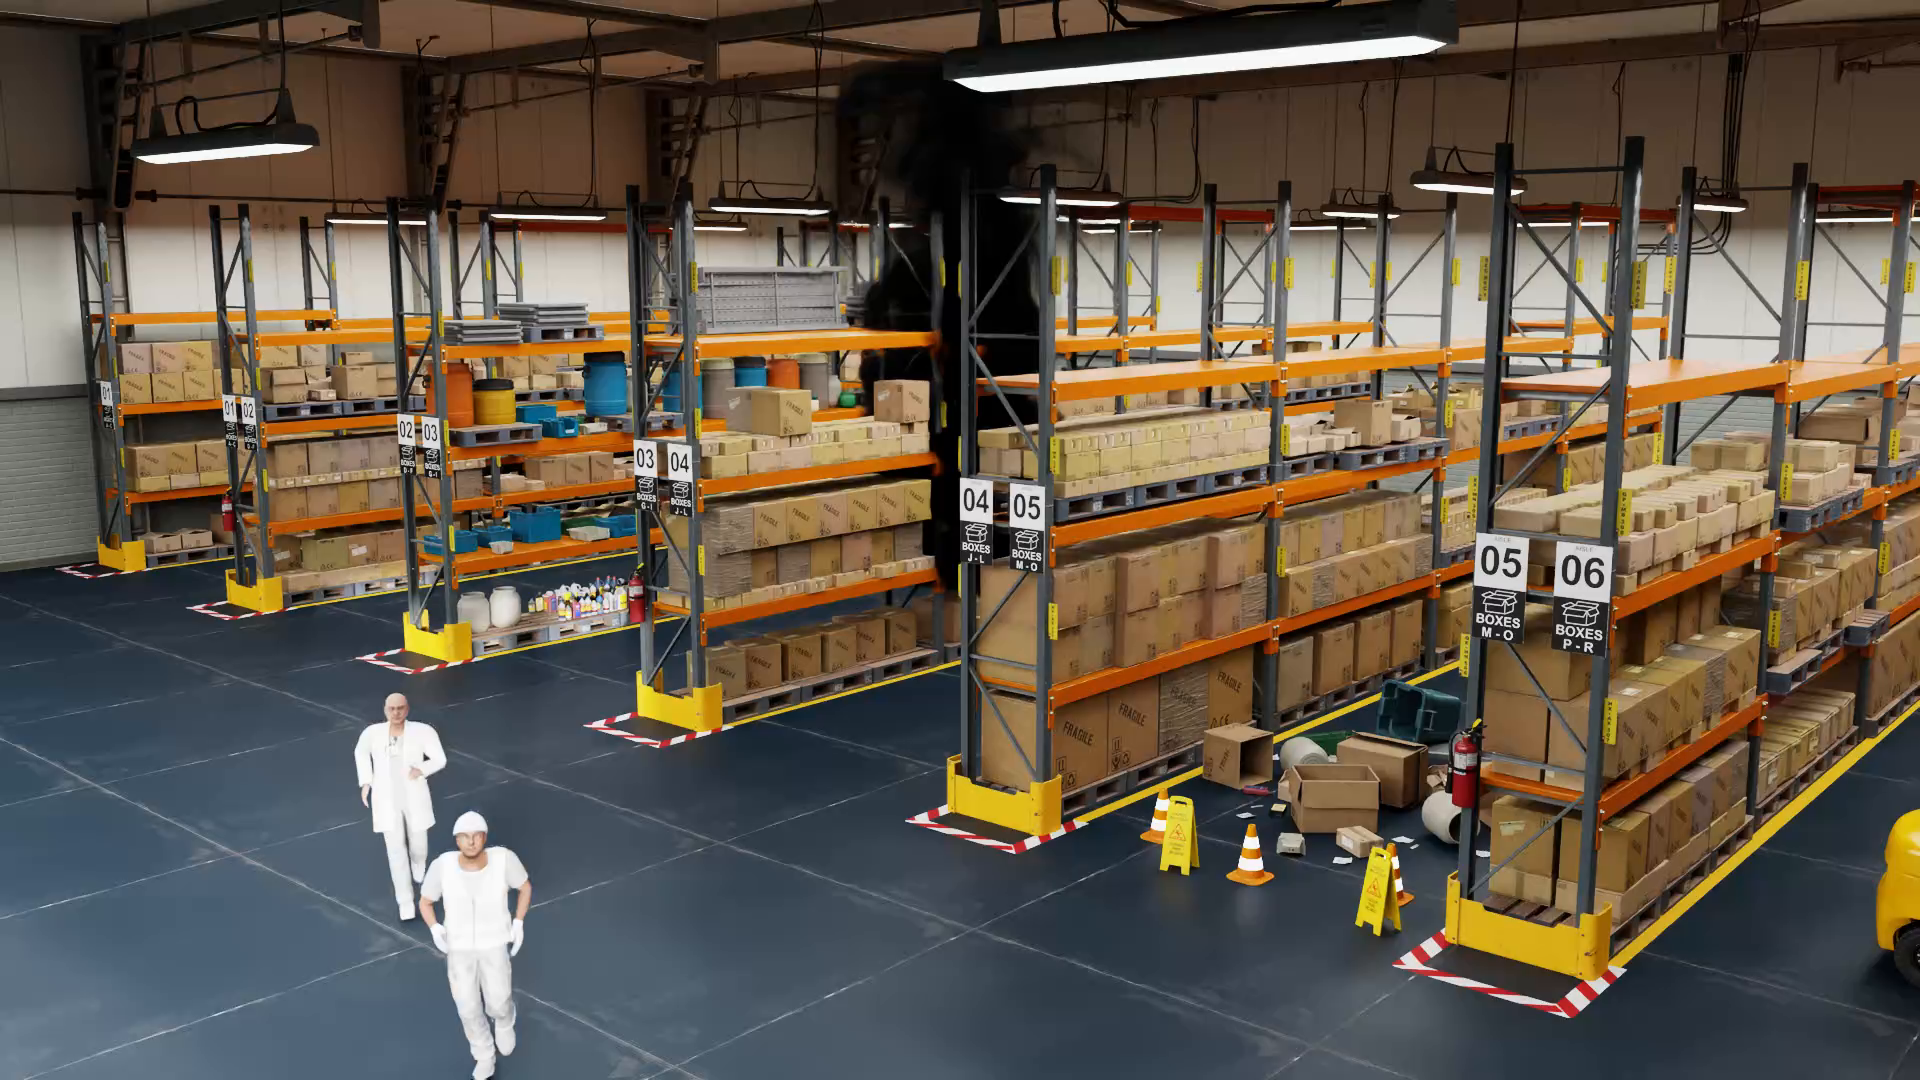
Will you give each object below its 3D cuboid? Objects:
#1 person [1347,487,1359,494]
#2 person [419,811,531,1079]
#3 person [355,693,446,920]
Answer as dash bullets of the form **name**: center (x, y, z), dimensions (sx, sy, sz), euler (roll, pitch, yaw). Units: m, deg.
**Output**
- **person**: center (6.363, -0.083, 27.070), dimensions (0.531, 1.552, 0.555), euler (7, 12, 38)
- **person**: center (-3.079, 2.571, 10.576), dimensions (0.686, 1.743, 0.581), euler (-2, 10, -10)
- **person**: center (-4.494, 2.081, 13.399), dimensions (0.709, 1.756, 0.955), euler (-3, 10, -16)
